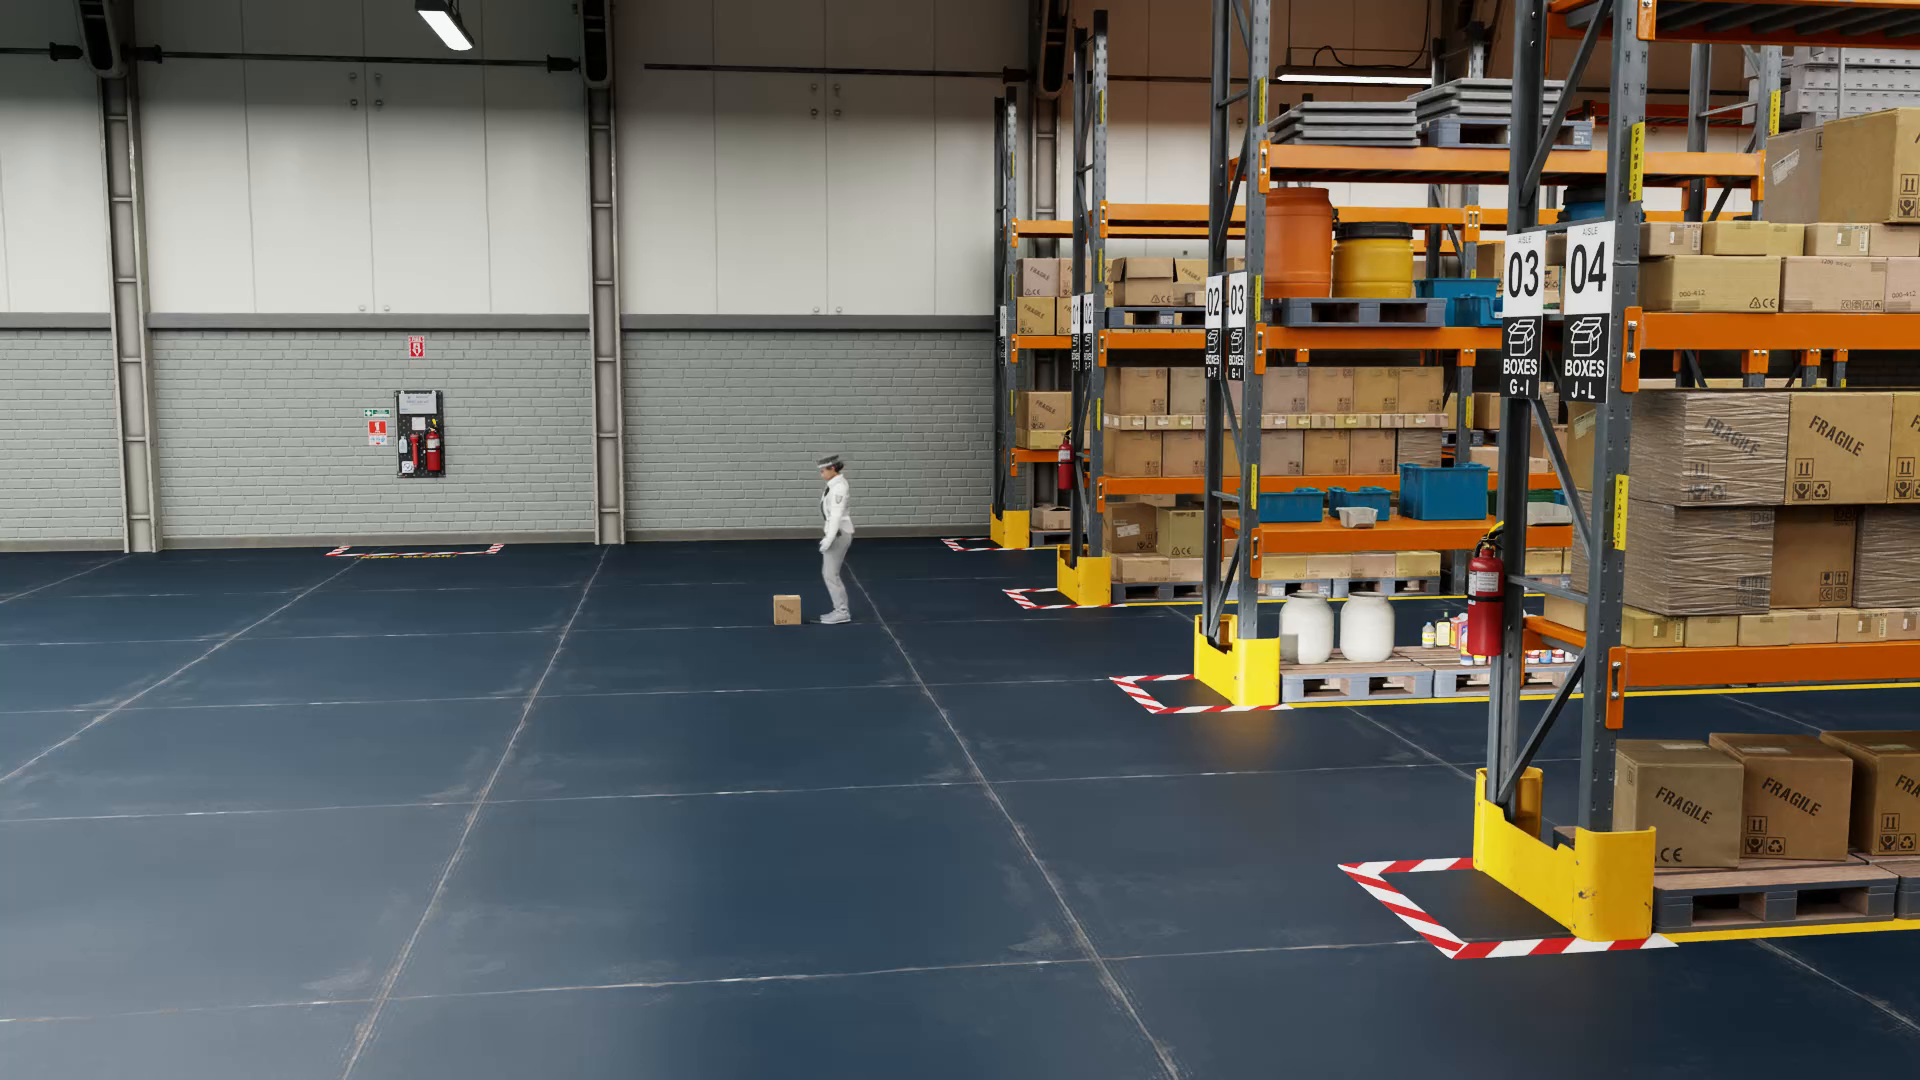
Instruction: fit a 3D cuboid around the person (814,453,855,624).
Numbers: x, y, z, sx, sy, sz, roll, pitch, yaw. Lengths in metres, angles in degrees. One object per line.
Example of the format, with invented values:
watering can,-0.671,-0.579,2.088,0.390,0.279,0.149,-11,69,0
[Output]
person,-1.211,-0.015,16.078,0.381,1.652,0.485,-1,7,-7
